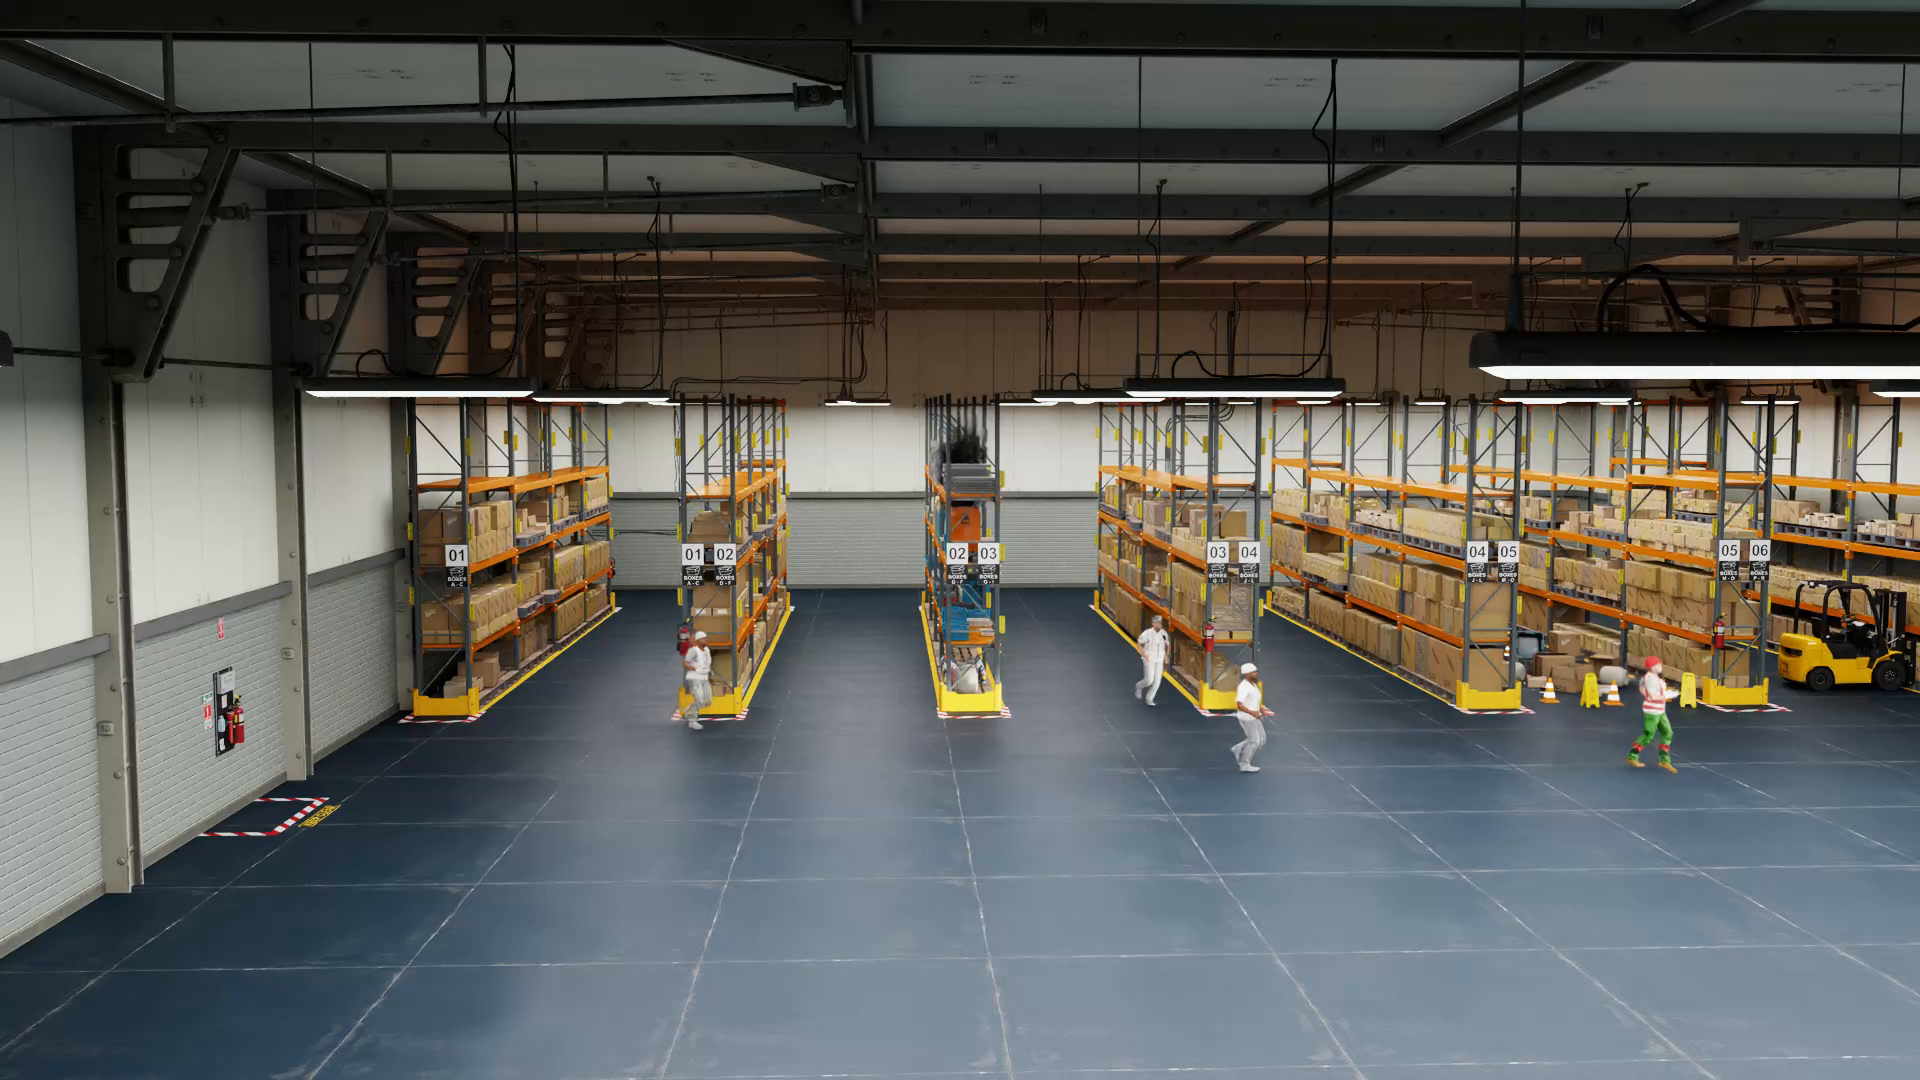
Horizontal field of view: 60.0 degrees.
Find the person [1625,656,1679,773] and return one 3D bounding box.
[{"bbox_3d":[10.918,2.745,26.197,0.765,1.831,0.632,3,5,33],"label":"person"}]

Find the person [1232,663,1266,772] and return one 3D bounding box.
[{"bbox_3d":[4.544,2.791,26.186,0.576,1.721,0.679,2,5,23],"label":"person"}]

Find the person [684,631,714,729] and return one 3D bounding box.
[{"bbox_3d":[-4.686,2.504,29.896,0.637,1.721,0.725,3,5,29],"label":"person"}]

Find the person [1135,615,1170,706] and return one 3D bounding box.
[{"bbox_3d":[3.772,2.313,32.246,0.680,1.720,0.630,-2,5,-19],"label":"person"}]
